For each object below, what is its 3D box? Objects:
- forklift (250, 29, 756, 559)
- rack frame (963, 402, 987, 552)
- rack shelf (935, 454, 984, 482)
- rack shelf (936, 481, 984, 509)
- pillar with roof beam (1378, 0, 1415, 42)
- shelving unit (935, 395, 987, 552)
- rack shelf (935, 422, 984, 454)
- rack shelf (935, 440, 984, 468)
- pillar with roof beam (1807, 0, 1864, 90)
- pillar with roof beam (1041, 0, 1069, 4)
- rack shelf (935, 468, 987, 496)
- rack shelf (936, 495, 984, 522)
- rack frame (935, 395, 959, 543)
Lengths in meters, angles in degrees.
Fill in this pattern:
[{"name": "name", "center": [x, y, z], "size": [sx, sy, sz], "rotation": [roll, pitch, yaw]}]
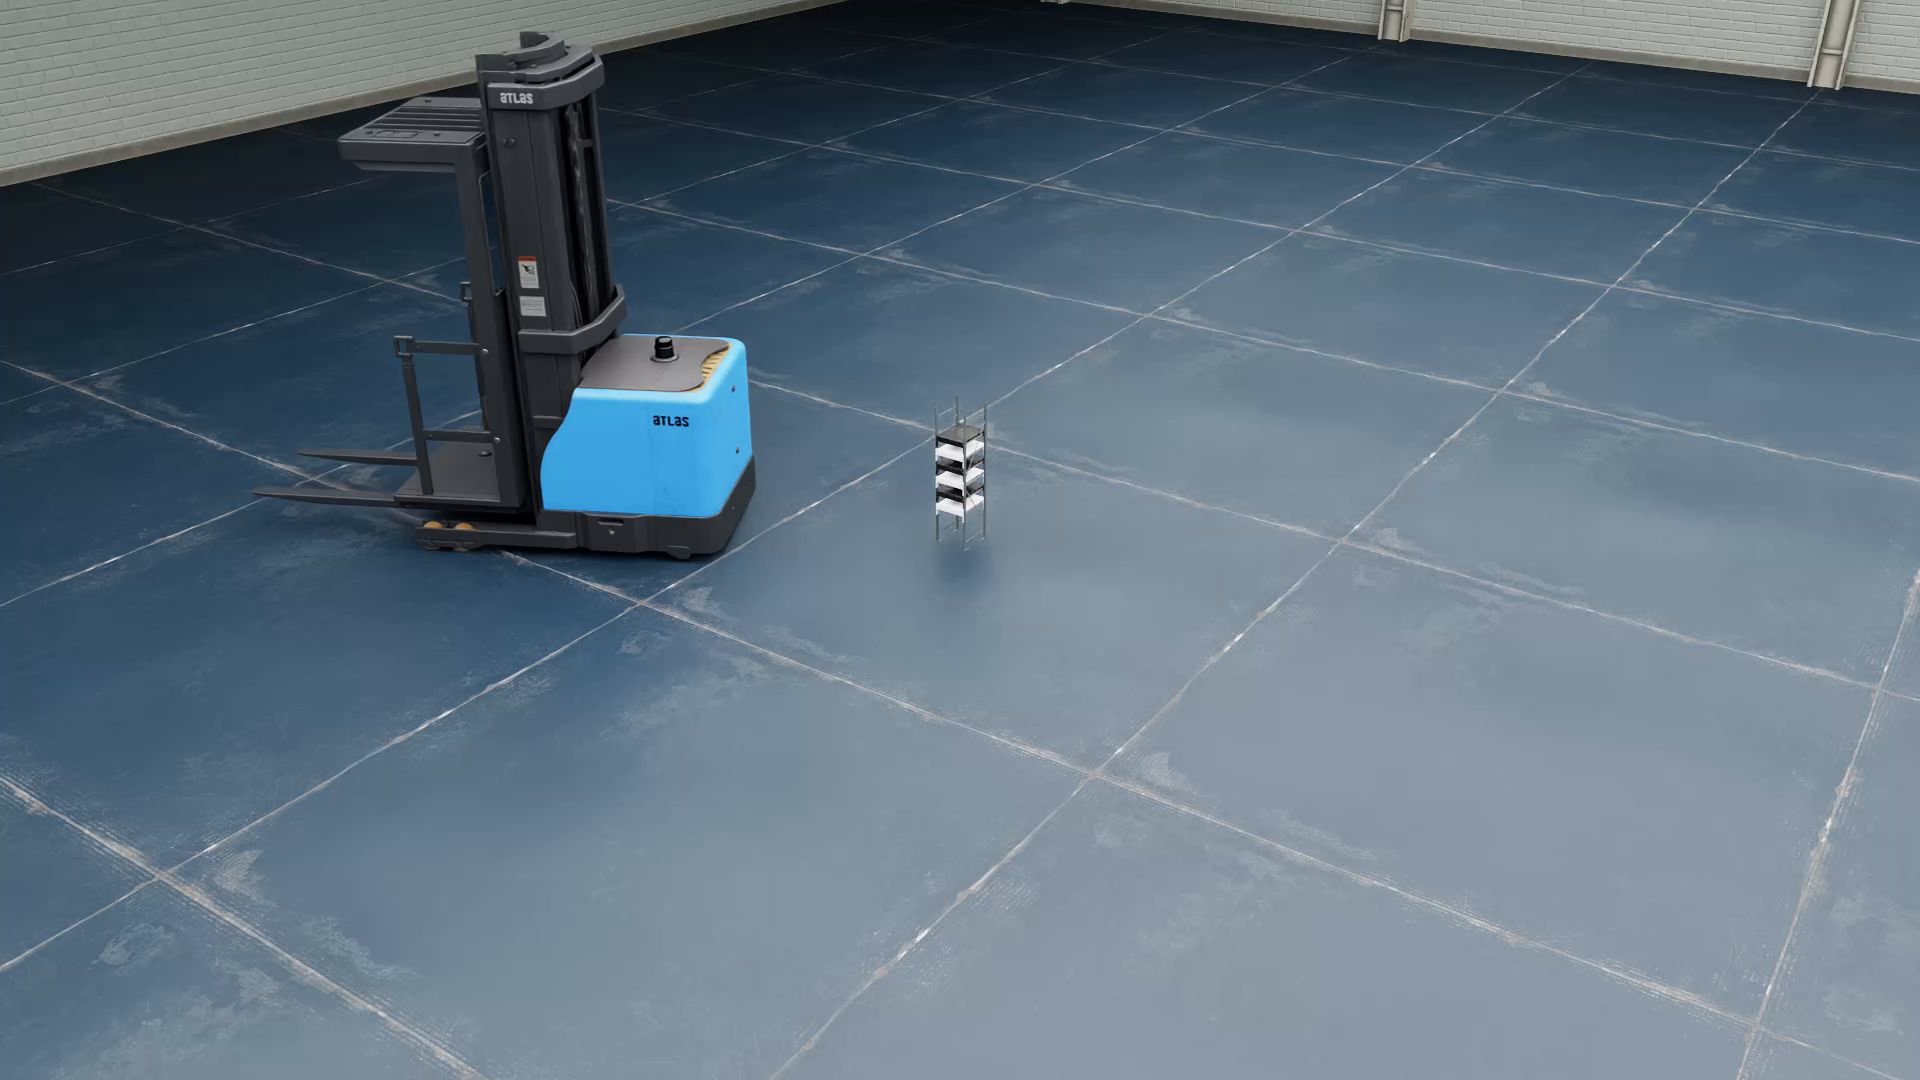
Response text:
[{"name": "forklift", "center": [-2.874, -1.471, 9.910], "size": [3.031, 2.935, 1.130], "rotation": [3, 27, 6]}, {"name": "rack frame", "center": [0.090, -0.373, 9.990], "size": [0.006, 0.900, 0.240], "rotation": [17, 32, 30]}, {"name": "rack shelf", "center": [0.007, -0.449, 10.016], "size": [0.200, 0.077, 0.258], "rotation": [17, 32, 30]}, {"name": "rack shelf", "center": [0.007, -0.289, 10.098], "size": [0.200, 0.077, 0.258], "rotation": [17, 32, 30]}, {"name": "pillar with roof beam", "center": [4.121, -9.980, 19.939], "size": [0.400, 9.000, 9.100], "rotation": [17, 32, 30]}, {"name": "shelving unit", "center": [0.007, -0.399, 10.042], "size": [0.210, 0.900, 0.258], "rotation": [17, 32, 30]}, {"name": "rack shelf", "center": [0.007, -0.610, 9.934], "size": [0.200, 0.077, 0.258], "rotation": [17, 32, 30]}, {"name": "rack shelf", "center": [0.007, -0.530, 9.975], "size": [0.200, 0.077, 0.258], "rotation": [17, 32, 30]}, {"name": "pillar with roof beam", "center": [9.067, -8.439, 16.912], "size": [0.400, 9.000, 9.100], "rotation": [17, 32, 30]}, {"name": "pillar with roof beam", "center": [-0.825, -11.521, 22.967], "size": [0.400, 9.000, 9.100], "rotation": [17, 32, 30]}, {"name": "rack shelf", "center": [0.007, -0.369, 10.057], "size": [0.200, 0.077, 0.258], "rotation": [17, 32, 30]}, {"name": "rack shelf", "center": [0.007, -0.209, 10.139], "size": [0.200, 0.077, 0.258], "rotation": [17, 32, 30]}, {"name": "rack frame", "center": [-0.077, -0.425, 10.093], "size": [0.006, 0.900, 0.240], "rotation": [17, 32, 30]}]
